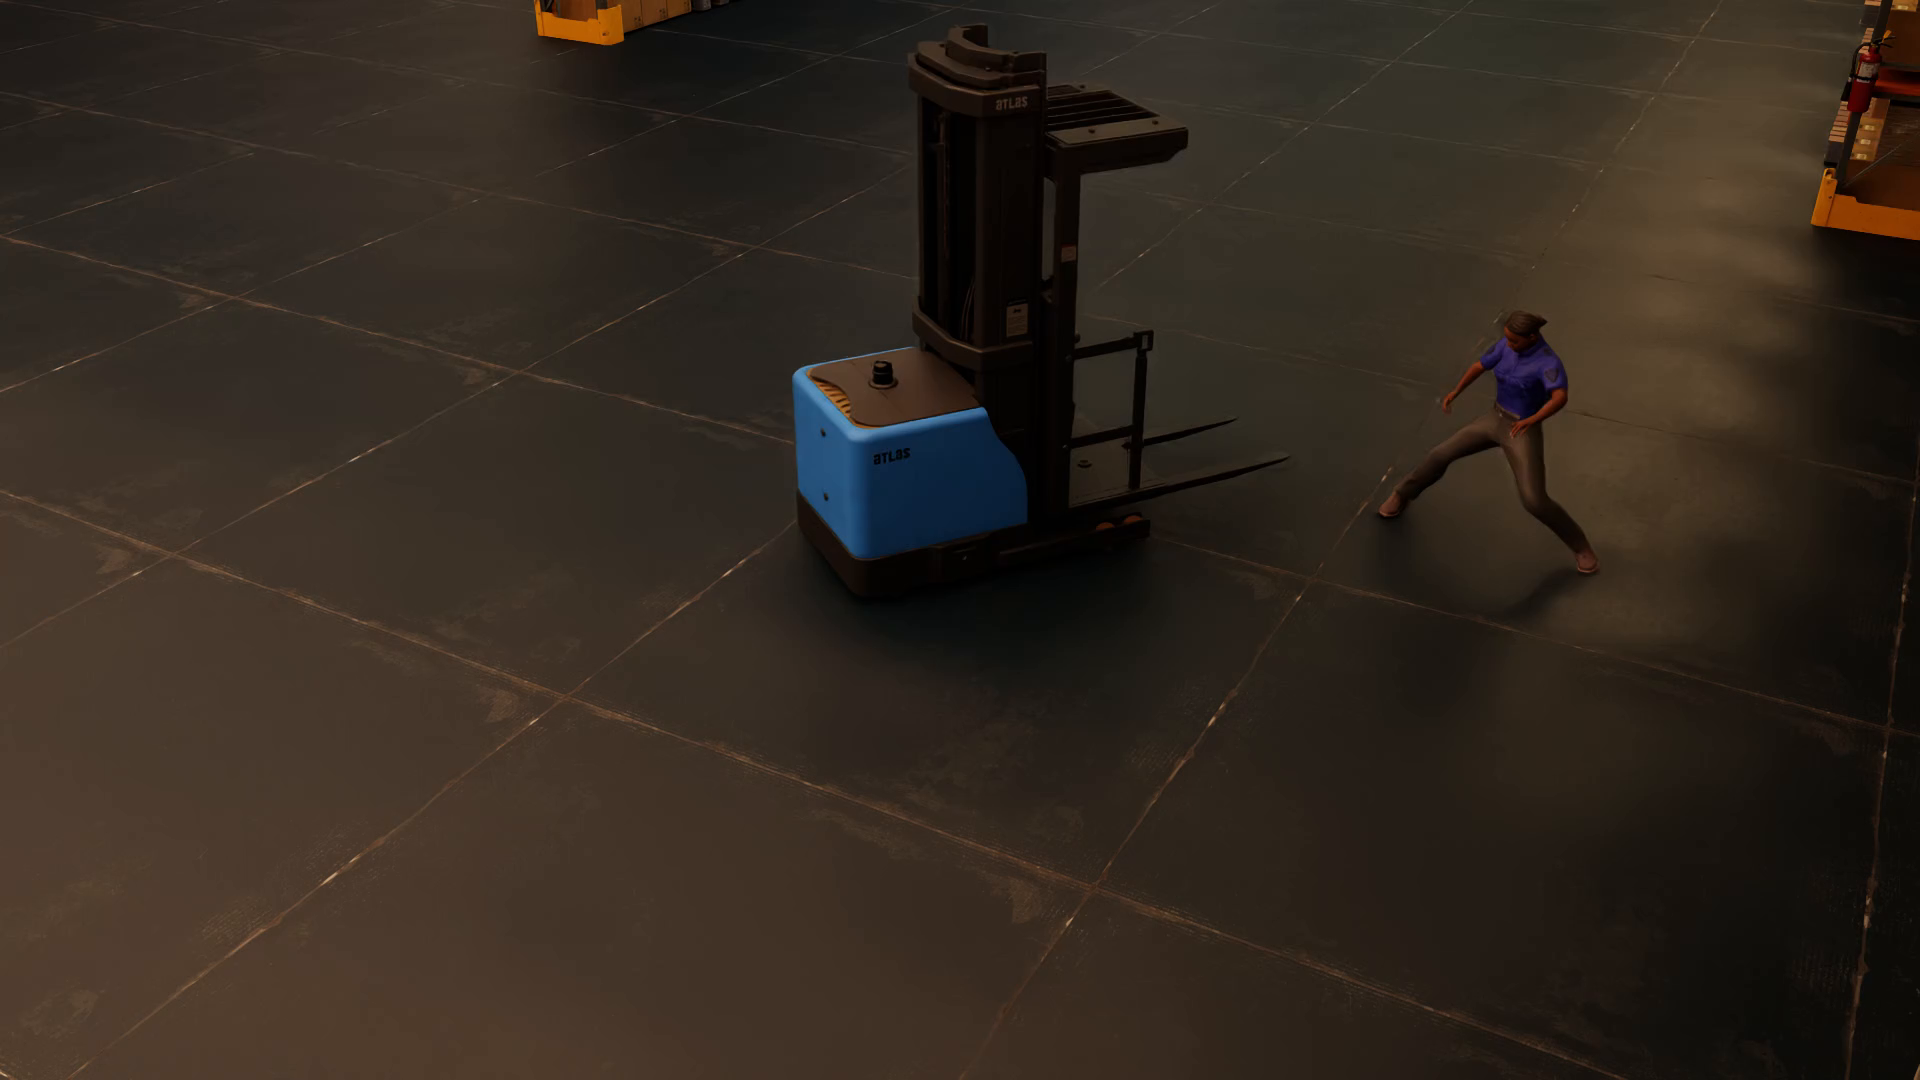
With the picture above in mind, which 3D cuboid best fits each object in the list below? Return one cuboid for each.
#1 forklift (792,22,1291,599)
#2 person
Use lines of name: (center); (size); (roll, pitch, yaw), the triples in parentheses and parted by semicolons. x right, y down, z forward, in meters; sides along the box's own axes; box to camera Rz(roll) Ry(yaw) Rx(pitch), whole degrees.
forklift: (0.576, -1.431, 9.550); (3.031, 2.935, 1.130); (-13, 33, -22)
person: (3.151, -0.624, 9.633); (0.796, 1.447, 1.253); (-13, 32, -21)
